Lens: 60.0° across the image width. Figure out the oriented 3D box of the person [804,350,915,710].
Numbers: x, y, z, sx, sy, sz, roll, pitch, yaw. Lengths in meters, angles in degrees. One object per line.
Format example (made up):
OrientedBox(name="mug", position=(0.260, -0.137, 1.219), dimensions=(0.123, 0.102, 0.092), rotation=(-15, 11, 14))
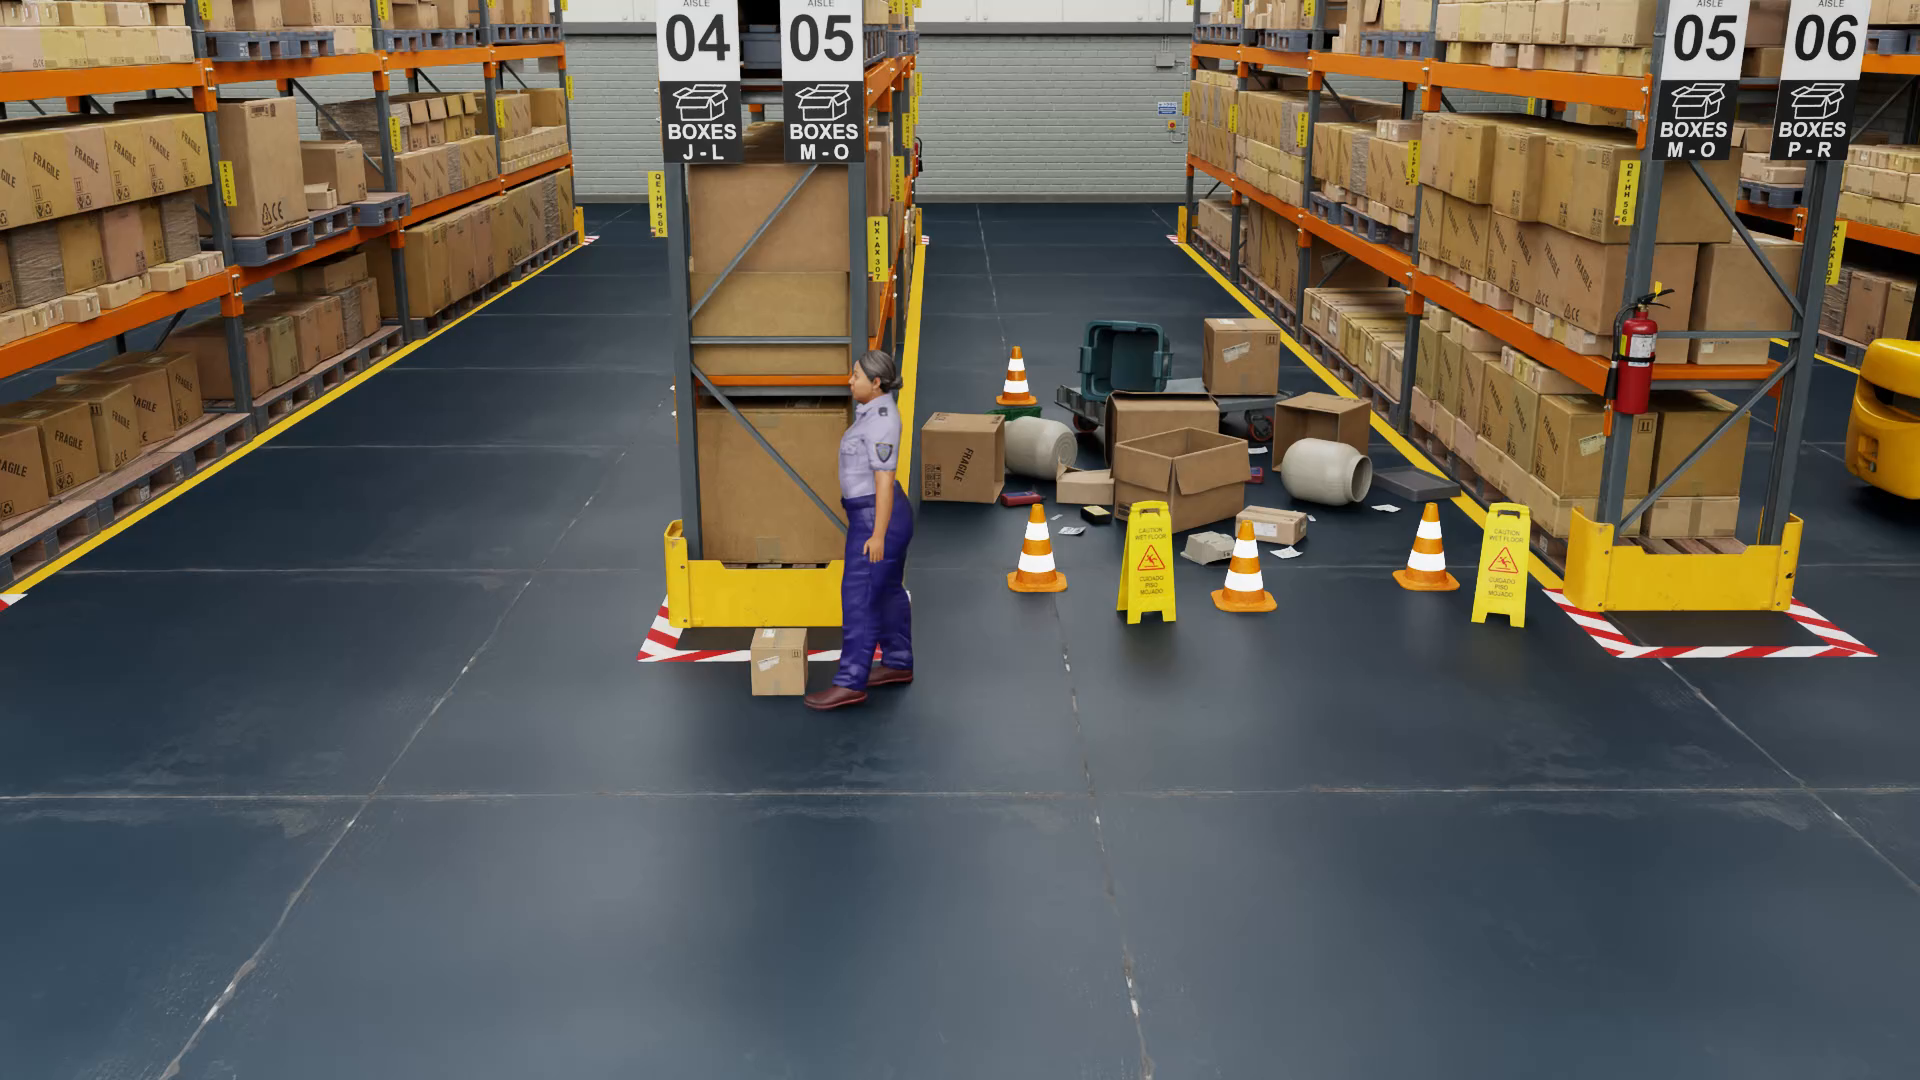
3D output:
OrientedBox(name="person", position=(-0.475, -0.066, 7.756), dimensions=(0.530, 1.648, 0.504), rotation=(-1, 17, -2))
